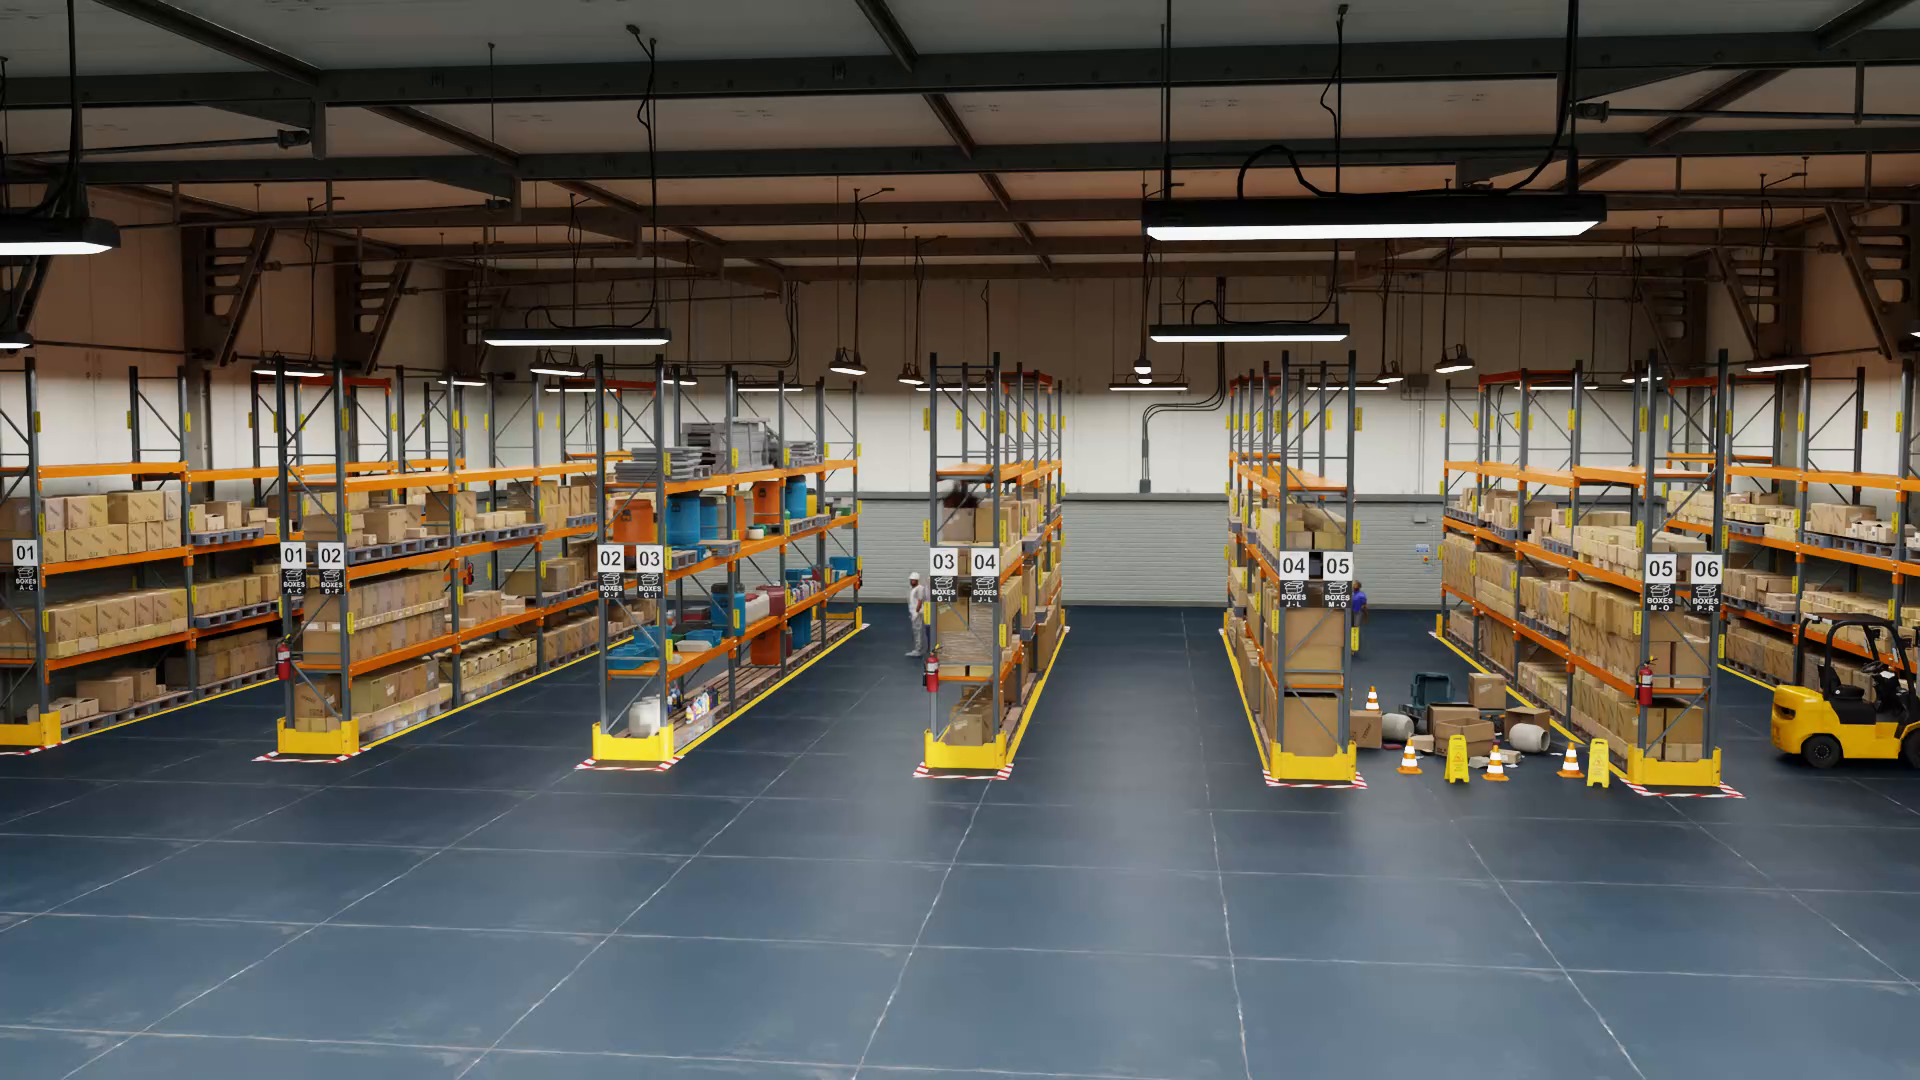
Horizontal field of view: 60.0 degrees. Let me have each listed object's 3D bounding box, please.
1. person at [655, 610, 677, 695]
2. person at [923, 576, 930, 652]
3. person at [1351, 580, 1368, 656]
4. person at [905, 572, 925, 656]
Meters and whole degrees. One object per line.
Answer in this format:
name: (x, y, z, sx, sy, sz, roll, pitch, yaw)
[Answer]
person: (-5.213, 2.100, 29.726, 0.553, 1.710, 0.460, 2, 4, 25)
person: (-0.632, 1.616, 36.600, 0.662, 1.652, 0.806, 2, 4, 23)
person: (8.499, 1.660, 35.795, 0.512, 1.595, 0.961, 4, 5, 42)
person: (-0.979, 1.584, 35.559, 0.437, 1.792, 0.570, -1, 4, -20)
